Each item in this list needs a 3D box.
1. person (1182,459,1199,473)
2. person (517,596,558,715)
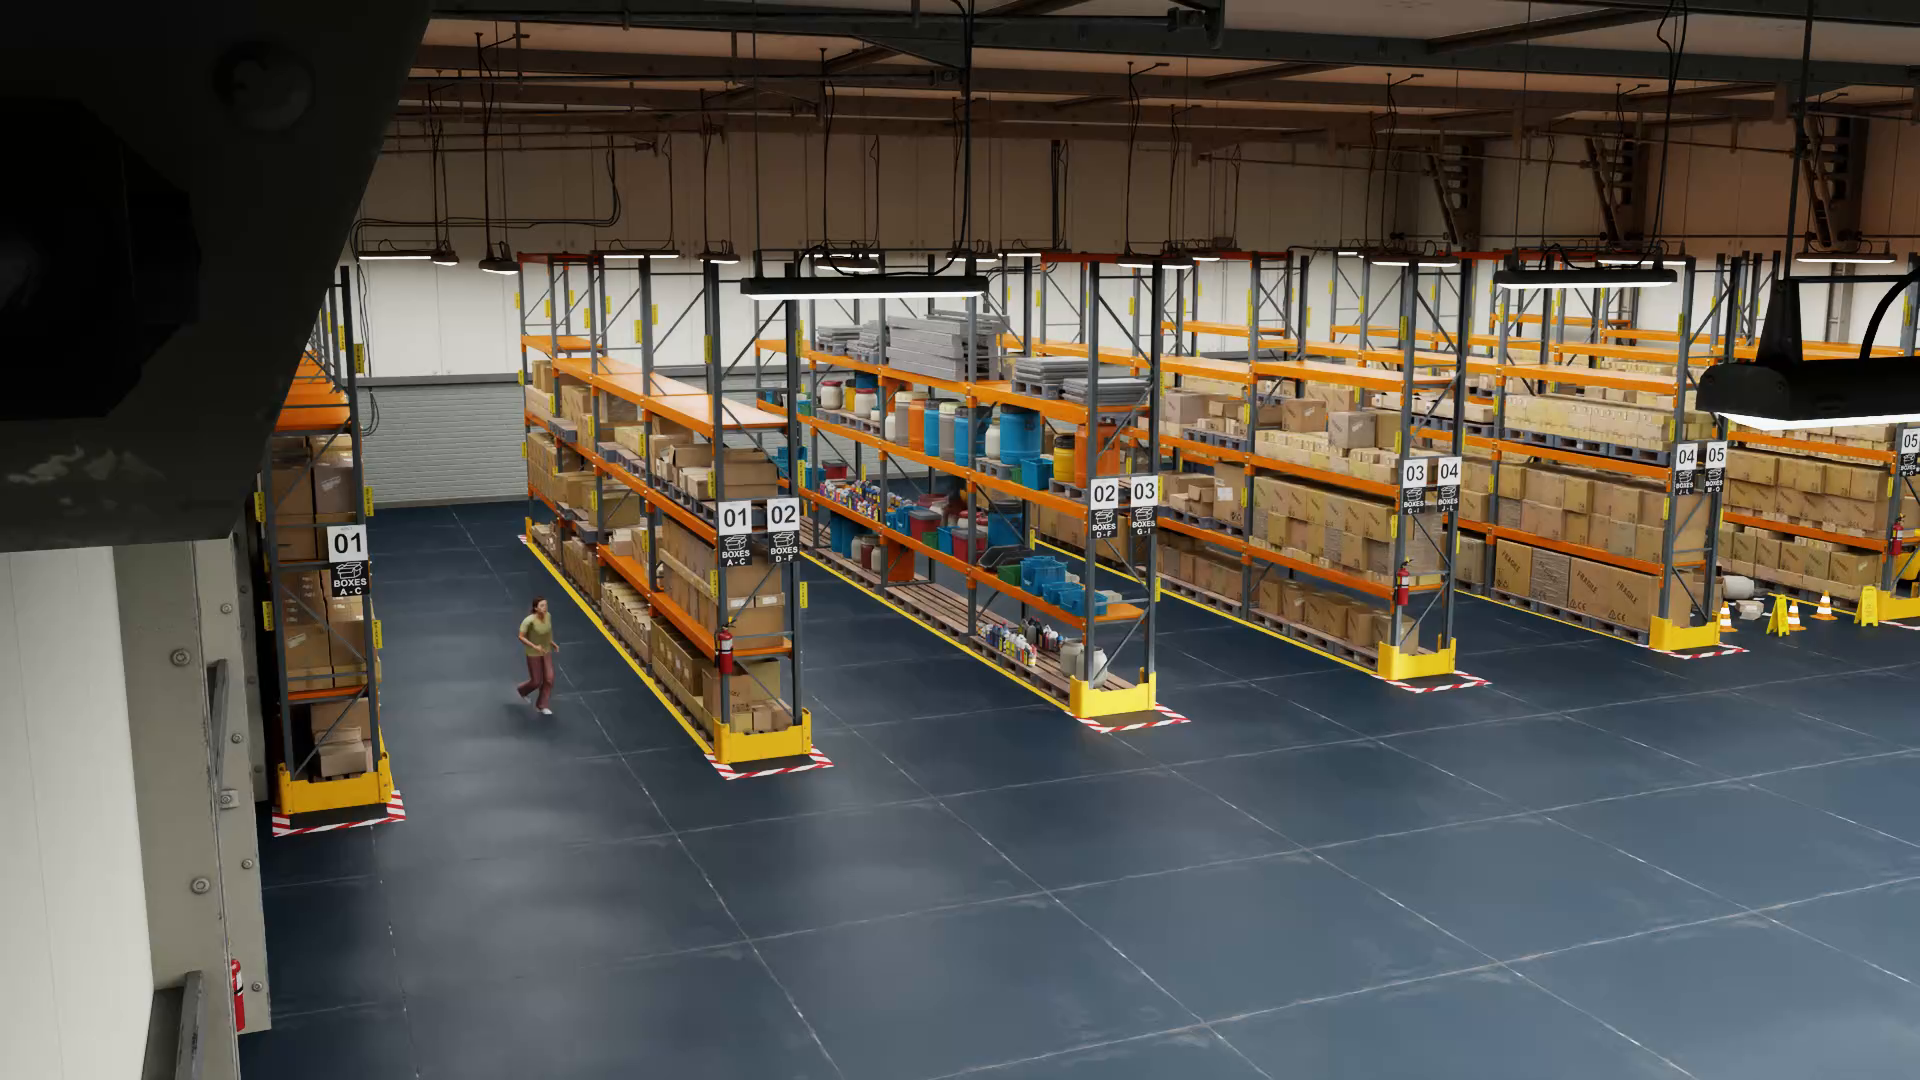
[{"bbox_3d":[5.779,-2.084,41.994,0.798,1.666,0.521,-6,12,-30],"label":"person"},{"bbox_3d":[-5.702,1.522,22.305,0.720,1.619,0.576,10,14,43],"label":"person"}]
